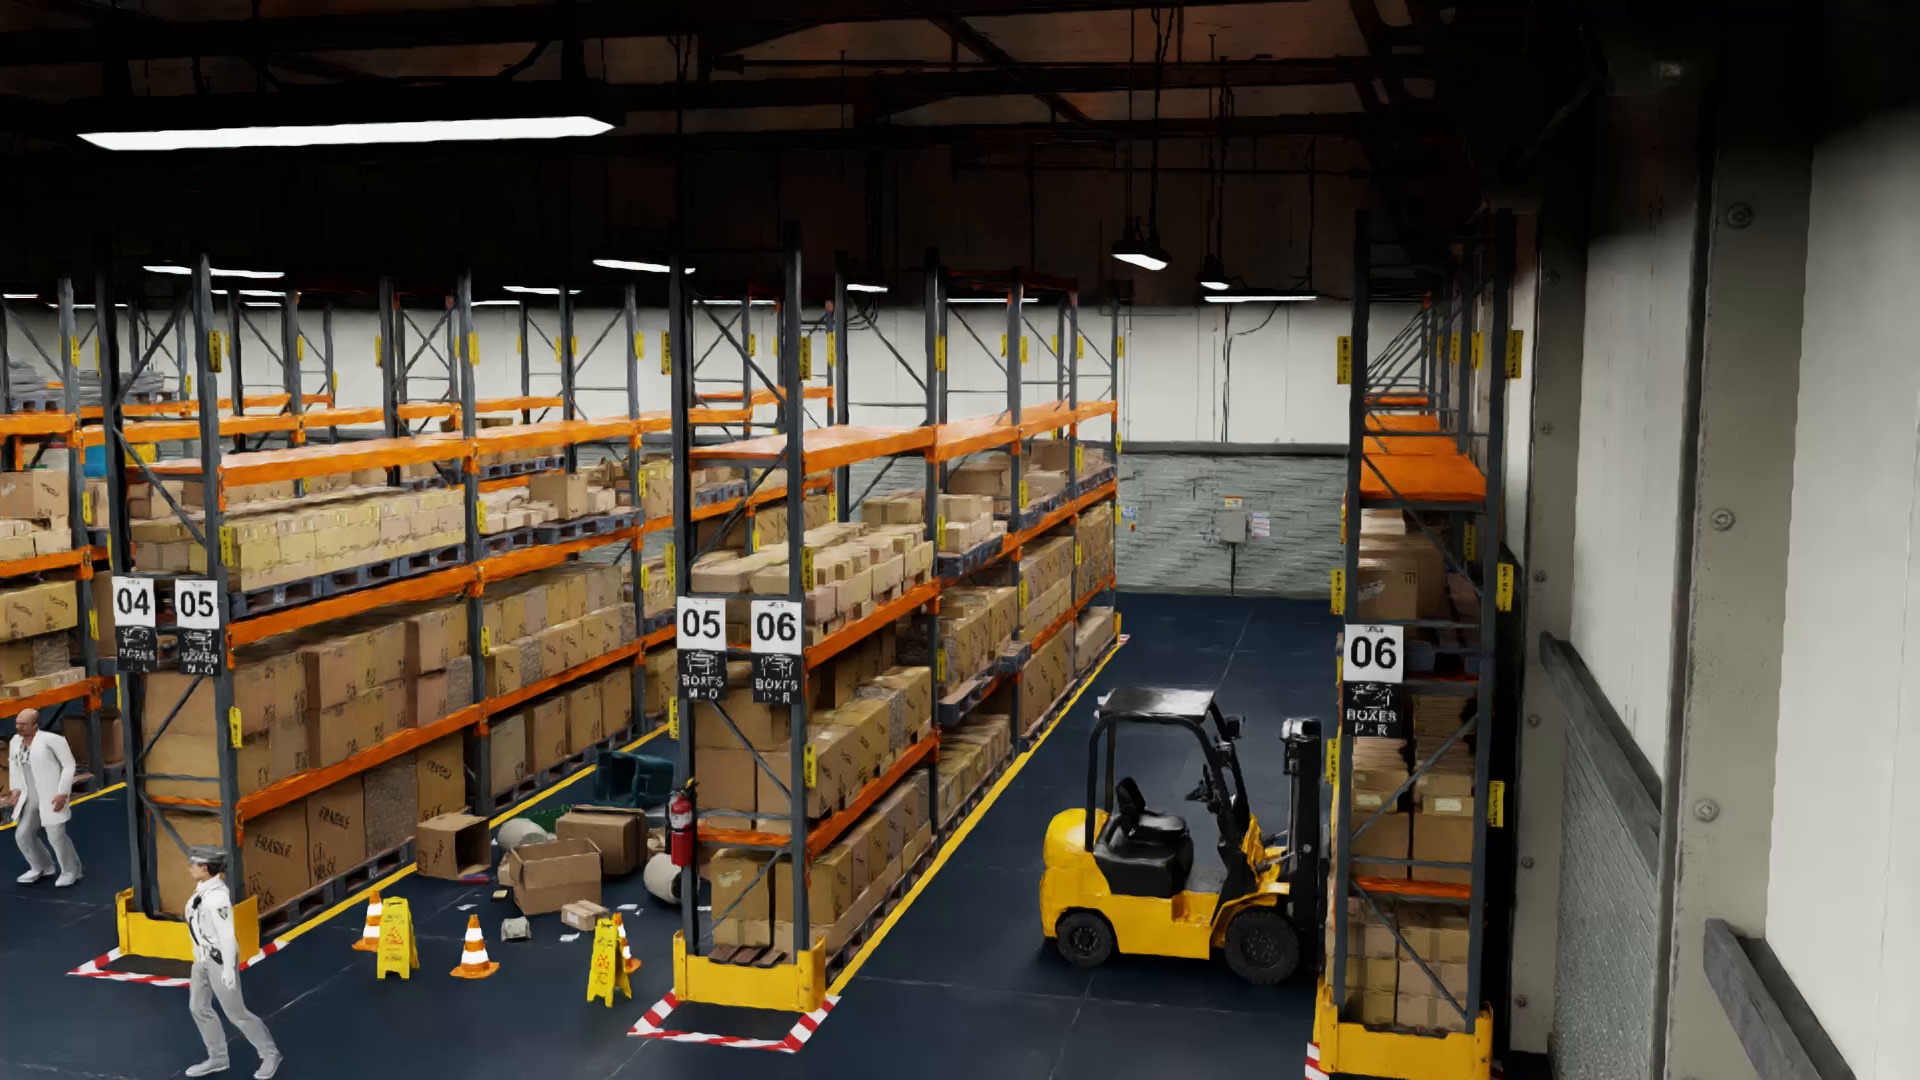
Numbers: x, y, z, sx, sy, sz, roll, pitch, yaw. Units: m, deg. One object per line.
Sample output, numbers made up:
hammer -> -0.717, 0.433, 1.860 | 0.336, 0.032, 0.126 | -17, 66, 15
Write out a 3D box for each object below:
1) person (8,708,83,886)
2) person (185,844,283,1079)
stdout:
person -> -8.633, 2.502, 15.678 | 0.729, 1.545, 0.538 | 2, 7, 13
person -> -5.122, 2.939, 11.650 | 0.585, 1.651, 0.628 | -5, 9, -36
